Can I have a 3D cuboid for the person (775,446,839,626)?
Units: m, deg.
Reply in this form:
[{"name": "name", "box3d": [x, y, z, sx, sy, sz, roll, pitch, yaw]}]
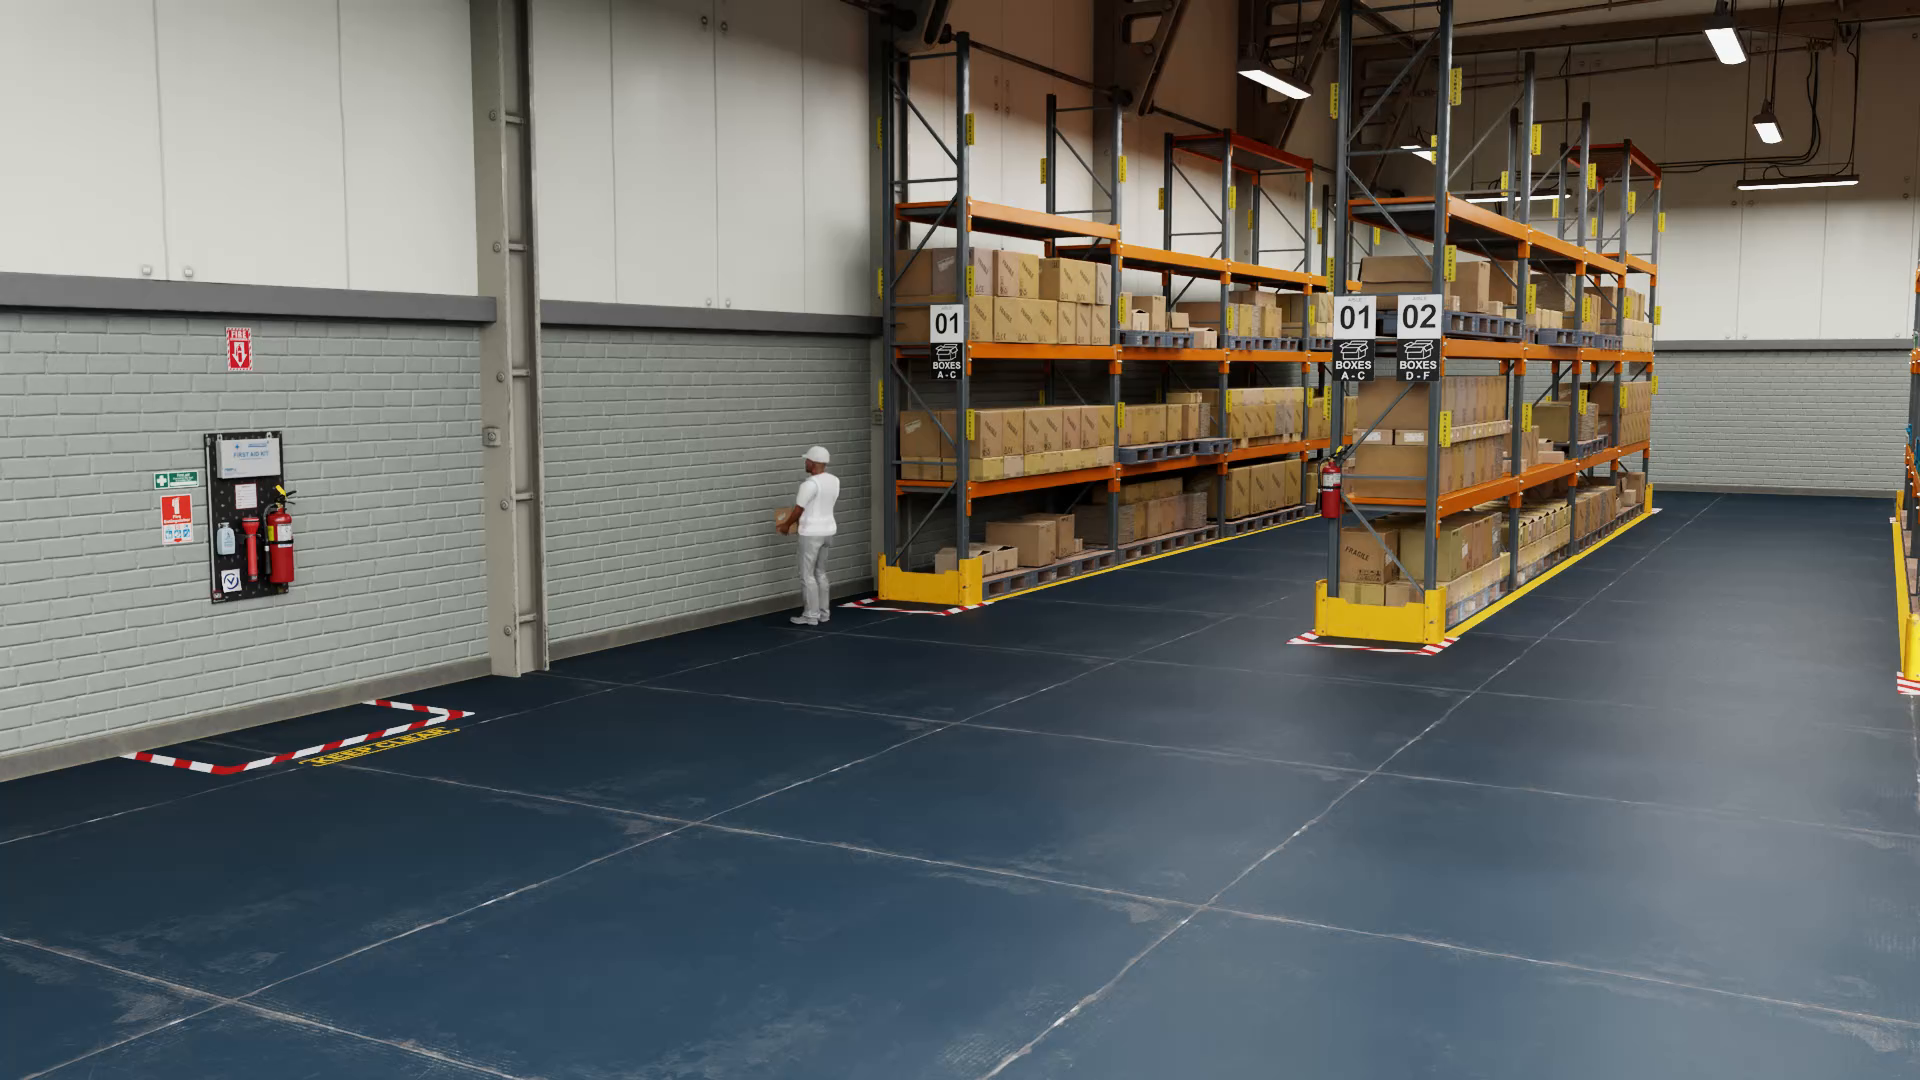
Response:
[{"name": "person", "box3d": [-1.521, -0.053, 16.542, 0.573, 1.766, 0.521, 3, 7, 28]}]
